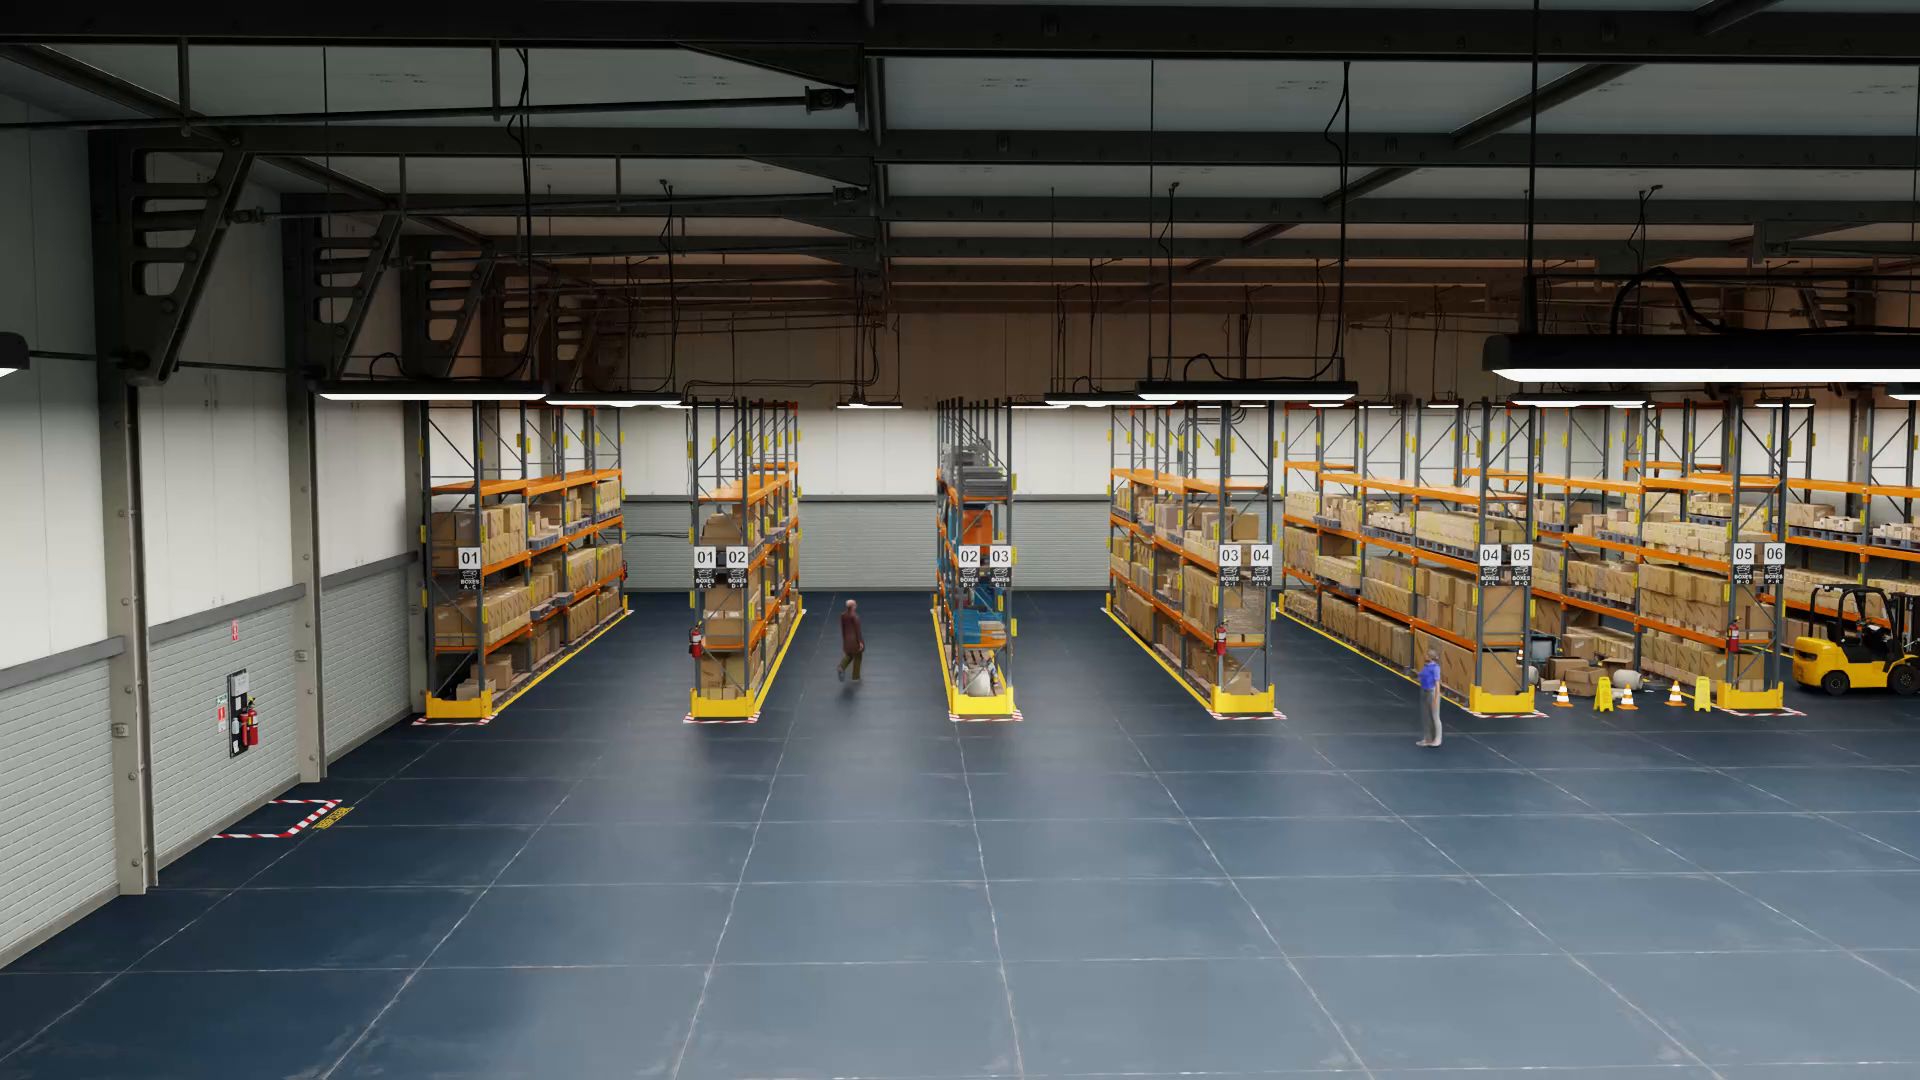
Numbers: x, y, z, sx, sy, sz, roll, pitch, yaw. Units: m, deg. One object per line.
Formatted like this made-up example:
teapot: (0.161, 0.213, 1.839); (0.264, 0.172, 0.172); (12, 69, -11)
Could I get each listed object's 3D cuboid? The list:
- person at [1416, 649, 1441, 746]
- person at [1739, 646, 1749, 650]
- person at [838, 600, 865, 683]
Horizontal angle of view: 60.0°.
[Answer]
person: (8.075, 2.705, 28.464); (0.385, 1.683, 0.511); (-2, 5, -26)
person: (17.026, 2.032, 36.462); (0.636, 1.767, 0.930); (-4, 6, -44)
person: (-2.292, 2.130, 34.962); (0.581, 1.760, 0.779); (3, 5, 32)
